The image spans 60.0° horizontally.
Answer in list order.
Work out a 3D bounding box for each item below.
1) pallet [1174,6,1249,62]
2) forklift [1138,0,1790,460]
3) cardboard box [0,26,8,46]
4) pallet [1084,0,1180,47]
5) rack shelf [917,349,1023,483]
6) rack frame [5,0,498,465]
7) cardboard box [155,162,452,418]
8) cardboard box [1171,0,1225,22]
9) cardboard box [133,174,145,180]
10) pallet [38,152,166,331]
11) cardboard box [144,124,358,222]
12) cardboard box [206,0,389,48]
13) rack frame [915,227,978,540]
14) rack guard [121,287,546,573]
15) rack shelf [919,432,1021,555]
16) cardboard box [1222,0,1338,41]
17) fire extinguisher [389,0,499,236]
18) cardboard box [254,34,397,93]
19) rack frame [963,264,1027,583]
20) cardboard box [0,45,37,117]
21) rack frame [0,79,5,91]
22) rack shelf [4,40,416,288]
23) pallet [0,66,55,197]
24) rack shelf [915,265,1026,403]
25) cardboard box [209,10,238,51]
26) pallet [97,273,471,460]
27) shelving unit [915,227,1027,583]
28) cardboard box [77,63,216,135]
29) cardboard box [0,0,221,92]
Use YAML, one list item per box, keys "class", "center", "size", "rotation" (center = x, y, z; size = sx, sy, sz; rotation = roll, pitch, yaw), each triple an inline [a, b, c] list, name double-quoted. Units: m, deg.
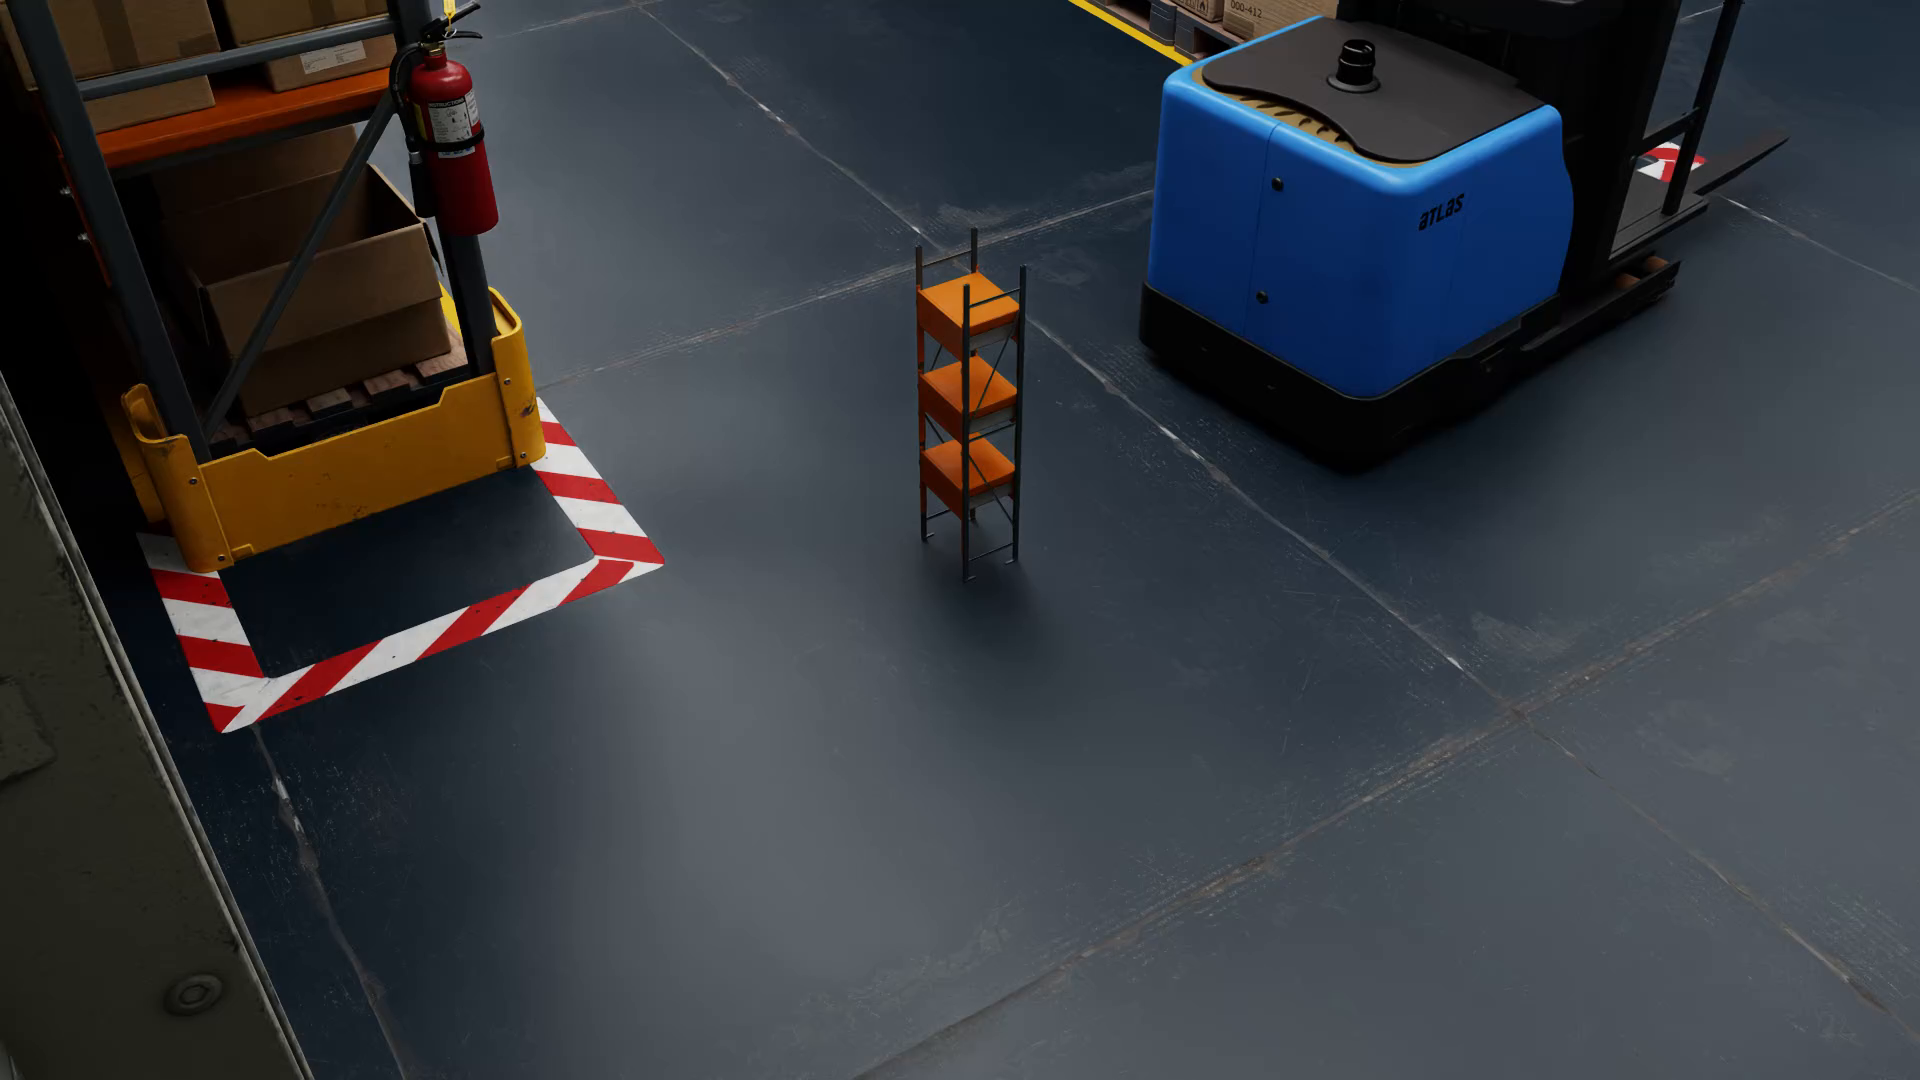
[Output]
- class: "pallet"
  center: [1.773, -2.330, 7.881]
  size: [1.003, 0.211, 1.213]
  rotation: [-22, 45, -24]
- class: "forklift"
  center: [2.096, -2.187, 5.586]
  size: [3.031, 2.935, 1.130]
  rotation: [-29, 48, -30]
- class: "cardboard box"
  center: [-2.803, -1.670, 5.107]
  size: [0.380, 0.149, 0.250]
  rotation: [-22, 45, -24]
- class: "pallet"
  center: [1.121, -2.988, 8.670]
  size: [1.003, 0.211, 1.213]
  rotation: [-22, 45, -24]
- class: "rack shelf"
  center: [0.029, -0.366, 4.886]
  size: [0.215, 0.259, 0.240]
  rotation: [-22, 45, -24]
- class: "rack frame"
  center: [-1.915, -1.286, 4.450]
  size: [1.000, 3.000, 0.127]
  rotation: [-22, 45, -24]
- class: "cardboard box"
  center: [-2.164, -0.851, 5.550]
  size: [0.797, 0.503, 0.637]
  rotation: [-24, 45, -26]
- class: "cardboard box"
  center: [1.330, -2.986, 8.164]
  size: [0.875, 0.438, 0.875]
  rotation: [-21, 44, -23]
- class: "cardboard box"
  center: [-3.149, -1.885, 6.793]
  size: [0.700, 0.500, 0.500]
  rotation: [-24, 45, -26]
- class: "pallet"
  center: [-3.037, -1.343, 6.697]
  size: [1.003, 0.211, 1.213]
  rotation: [-22, 45, -24]
- class: "cardboard box"
  center: [-2.590, -1.324, 6.121]
  size: [0.700, 0.500, 0.500]
  rotation: [-20, 44, -23]
- class: "cardboard box"
  center: [-1.931, -1.680, 4.808]
  size: [0.500, 0.250, 0.500]
  rotation: [-22, 45, -24]
- class: "rack frame"
  center: [-0.037, -0.440, 4.958]
  size: [0.200, 1.050, 0.008]
  rotation: [-22, 45, -24]
- class: "rack guard"
  center: [-1.955, -0.367, 5.299]
  size: [1.175, 0.500, 0.348]
  rotation: [-22, 45, -24]
- class: "rack shelf"
  center: [0.029, -0.153, 5.064]
  size: [0.215, 0.259, 0.240]
  rotation: [-22, 45, -24]
- class: "cardboard box"
  center: [1.829, -2.495, 7.575]
  size: [0.875, 0.438, 0.875]
  rotation: [-24, 45, -26]
- class: "fire extinguisher"
  center: [-1.446, -1.193, 4.690]
  size: [0.296, 0.674, 0.183]
  rotation: [-22, 45, -24]
- class: "cardboard box"
  center: [-1.860, -1.461, 4.857]
  size: [0.380, 0.149, 0.250]
  rotation: [-23, 45, -25]
- class: "rack frame"
  center: [0.094, -0.309, 4.800]
  size: [0.200, 1.050, 0.008]
  rotation: [-22, 45, -24]
- class: "cardboard box"
  center: [-3.909, -2.135, 7.242]
  size: [0.500, 0.311, 0.500]
  rotation: [-21, 44, -23]
- class: "rack frame"
  center: [-4.065, -3.445, 7.041]
  size: [1.000, 3.000, 0.127]
  rotation: [-22, 45, -24]
- class: "rack shelf"
  center: [-2.990, -2.089, 5.976]
  size: [1.077, 0.370, 4.000]
  rotation: [-22, 45, -24]
- class: "pallet"
  center: [-3.697, -2.002, 7.488]
  size: [1.003, 0.211, 1.213]
  rotation: [-22, 45, -24]
- class: "rack shelf"
  center: [0.029, -0.584, 4.704]
  size: [0.215, 0.259, 0.240]
  rotation: [-22, 45, -24]
- class: "cardboard box"
  center: [-2.036, -1.583, 5.002]
  size: [0.380, 0.149, 0.250]
  rotation: [-21, 44, -23]
- class: "pallet"
  center: [-2.385, -0.685, 5.908]
  size: [1.003, 0.211, 1.213]
  rotation: [-22, 45, -24]
- class: "shelving unit"
  center: [0.029, -0.374, 4.879]
  size: [0.215, 1.050, 0.252]
  rotation: [-22, 45, -24]
- class: "cardboard box"
  center: [-2.319, -1.276, 4.634]
  size: [0.380, 0.149, 0.250]
  rotation: [-23, 45, -25]
- class: "cardboard box"
  center: [-2.386, -1.499, 4.591]
  size: [0.500, 0.250, 0.500]
  rotation: [-21, 44, -23]
